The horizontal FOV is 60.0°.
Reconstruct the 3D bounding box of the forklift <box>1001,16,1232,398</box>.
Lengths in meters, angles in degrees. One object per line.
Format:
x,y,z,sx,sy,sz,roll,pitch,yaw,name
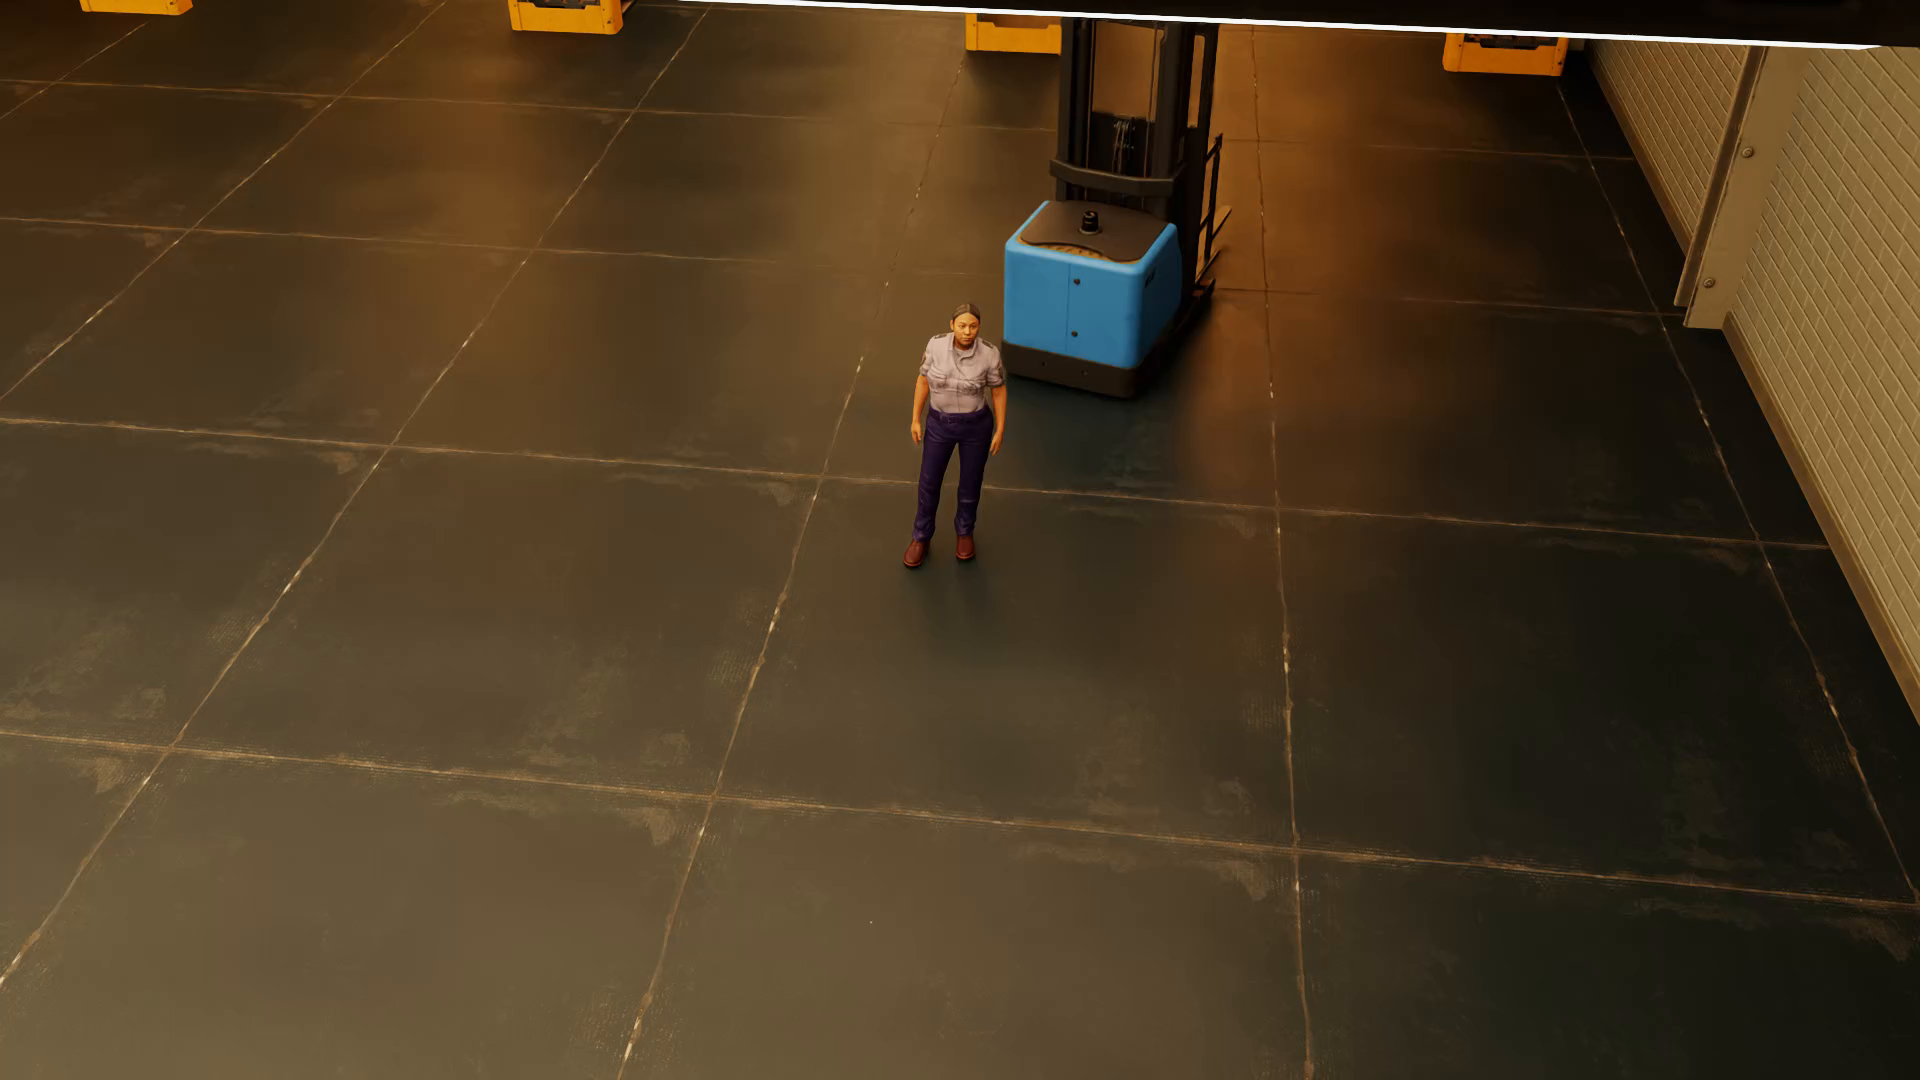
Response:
1.352,-3.050,12.167,1.130,2.935,3.031,15,39,19,forklift

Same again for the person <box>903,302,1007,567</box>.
-0.034,-0.617,9.937,0.598,1.651,0.502,4,37,6,person
